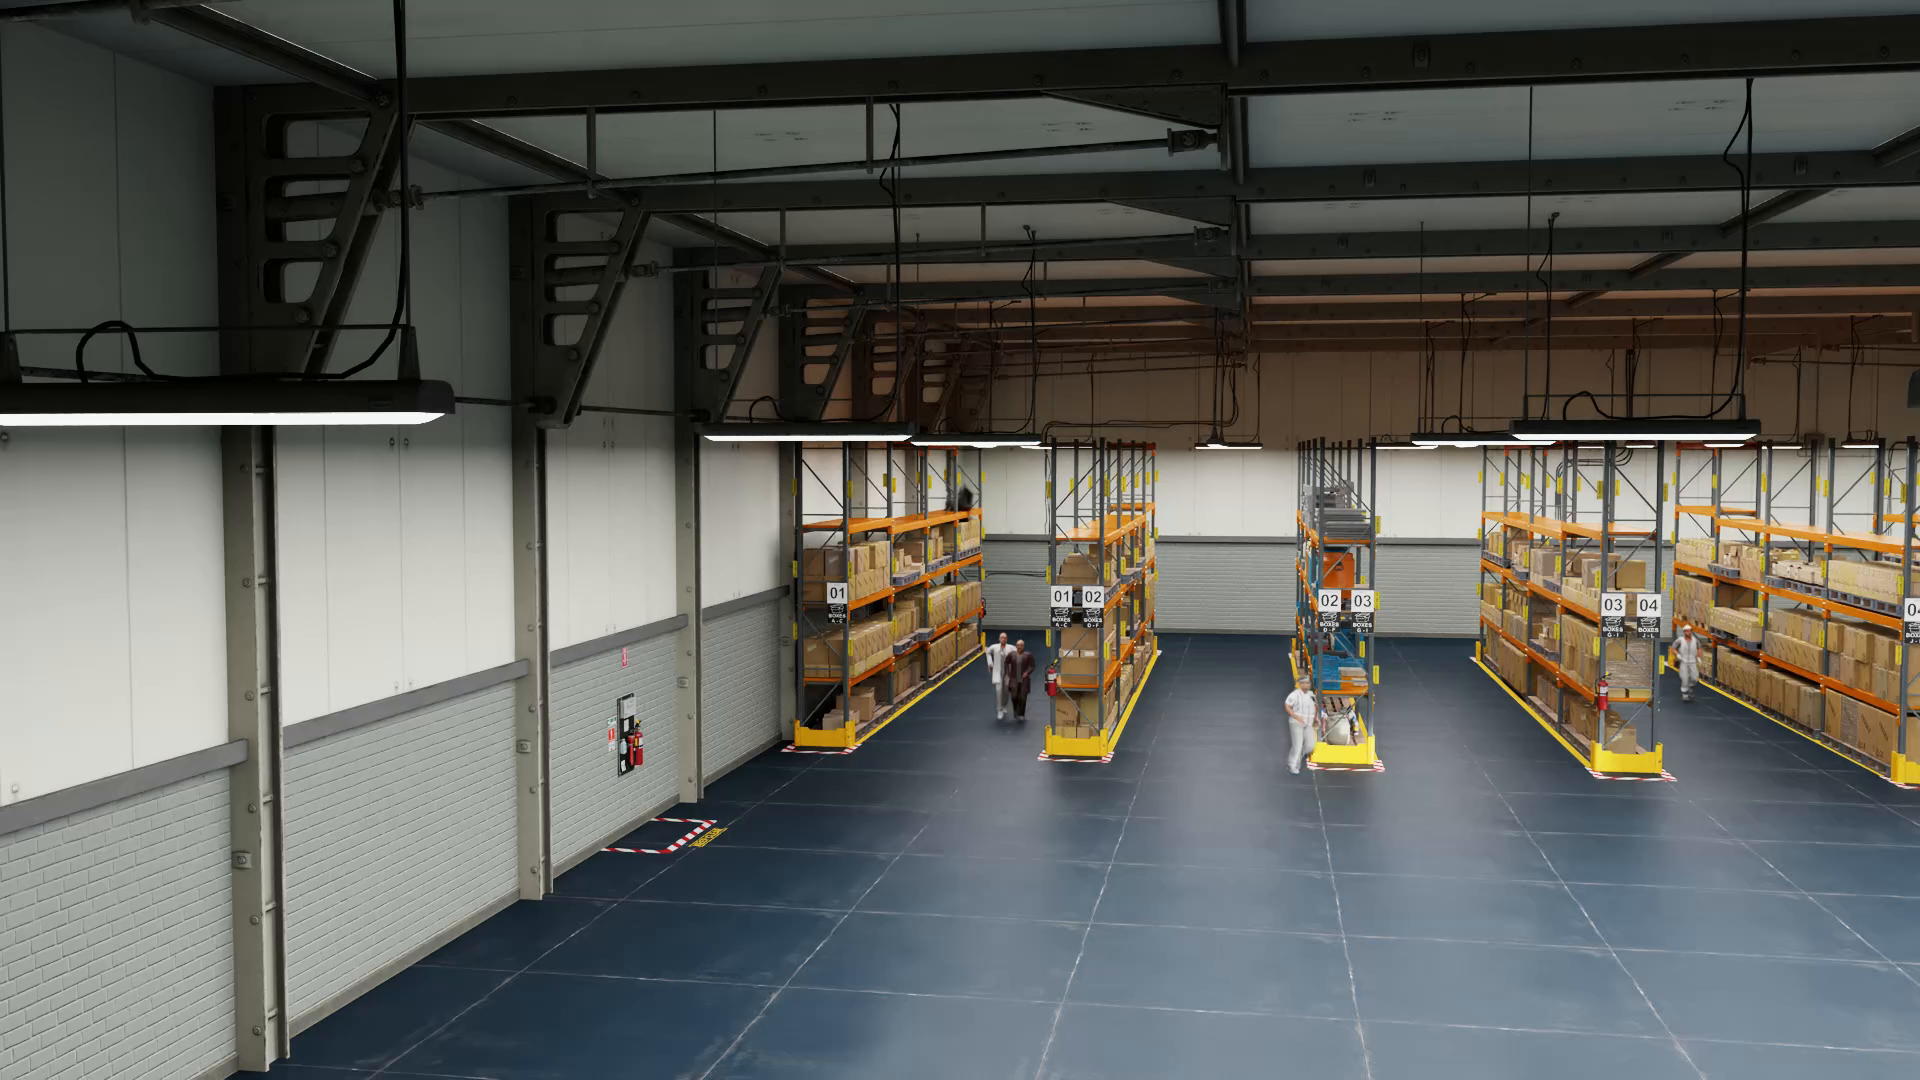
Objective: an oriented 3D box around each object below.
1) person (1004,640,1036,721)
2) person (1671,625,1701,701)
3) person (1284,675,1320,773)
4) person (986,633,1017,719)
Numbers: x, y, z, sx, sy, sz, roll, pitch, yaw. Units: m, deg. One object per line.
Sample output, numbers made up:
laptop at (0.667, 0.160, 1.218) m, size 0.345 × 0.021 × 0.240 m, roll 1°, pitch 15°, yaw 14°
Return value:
person at (1.256, 2.986, 35.254) m, size 0.692 × 1.734 × 0.721 m, roll 0°, pitch 3°, yaw 7°
person at (16.659, 2.825, 38.084) m, size 0.669 × 1.746 × 0.569 m, roll 1°, pitch 3°, yaw 12°
person at (6.165, 3.286, 29.746) m, size 0.736 × 1.732 × 0.497 m, roll -1°, pitch 3°, yaw -25°
person at (0.932, 2.901, 35.926) m, size 0.700 × 1.794 × 0.950 m, roll 0°, pitch 3°, yaw -3°
